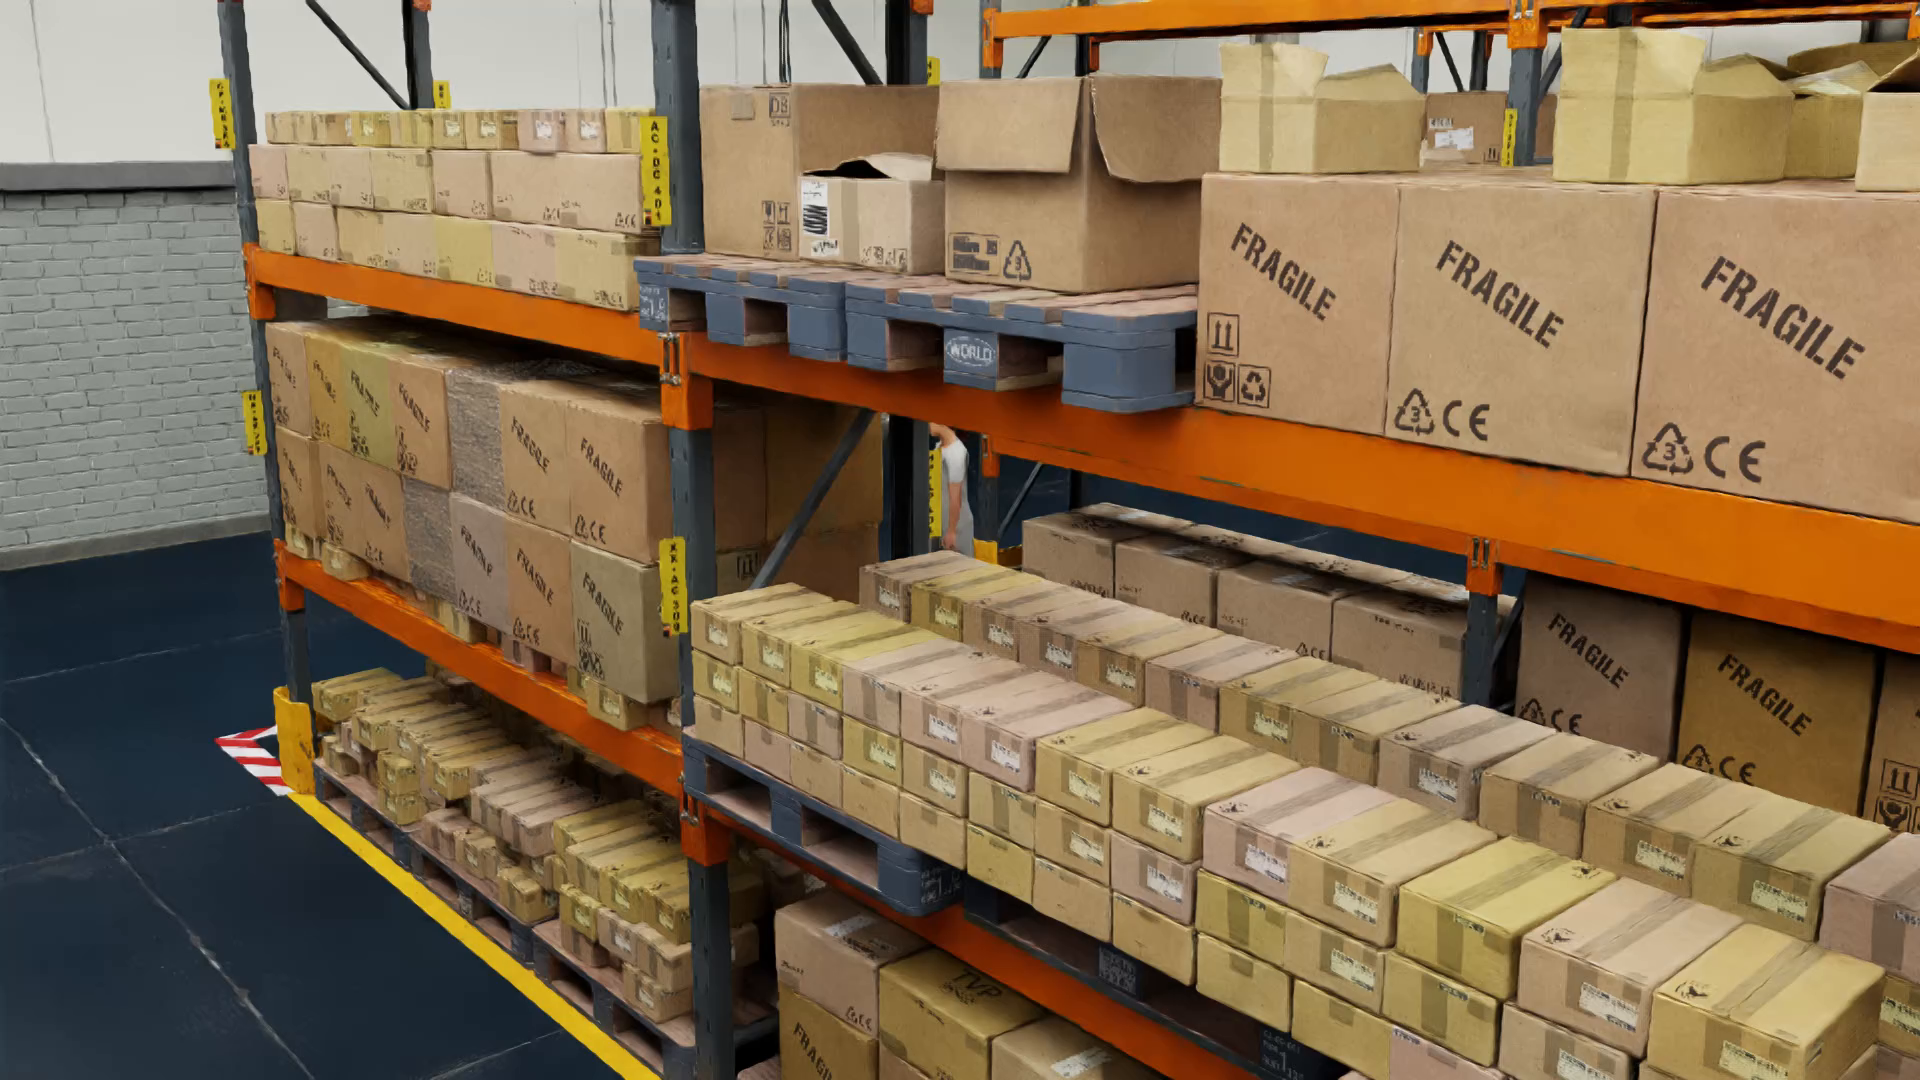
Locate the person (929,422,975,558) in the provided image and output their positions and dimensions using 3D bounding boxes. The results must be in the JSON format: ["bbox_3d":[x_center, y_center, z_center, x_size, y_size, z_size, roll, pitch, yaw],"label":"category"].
[{"bbox_3d":[-0.129,-0.089,10.763,0.571,1.668,0.560,-5,15,-20],"label":"person"}]
